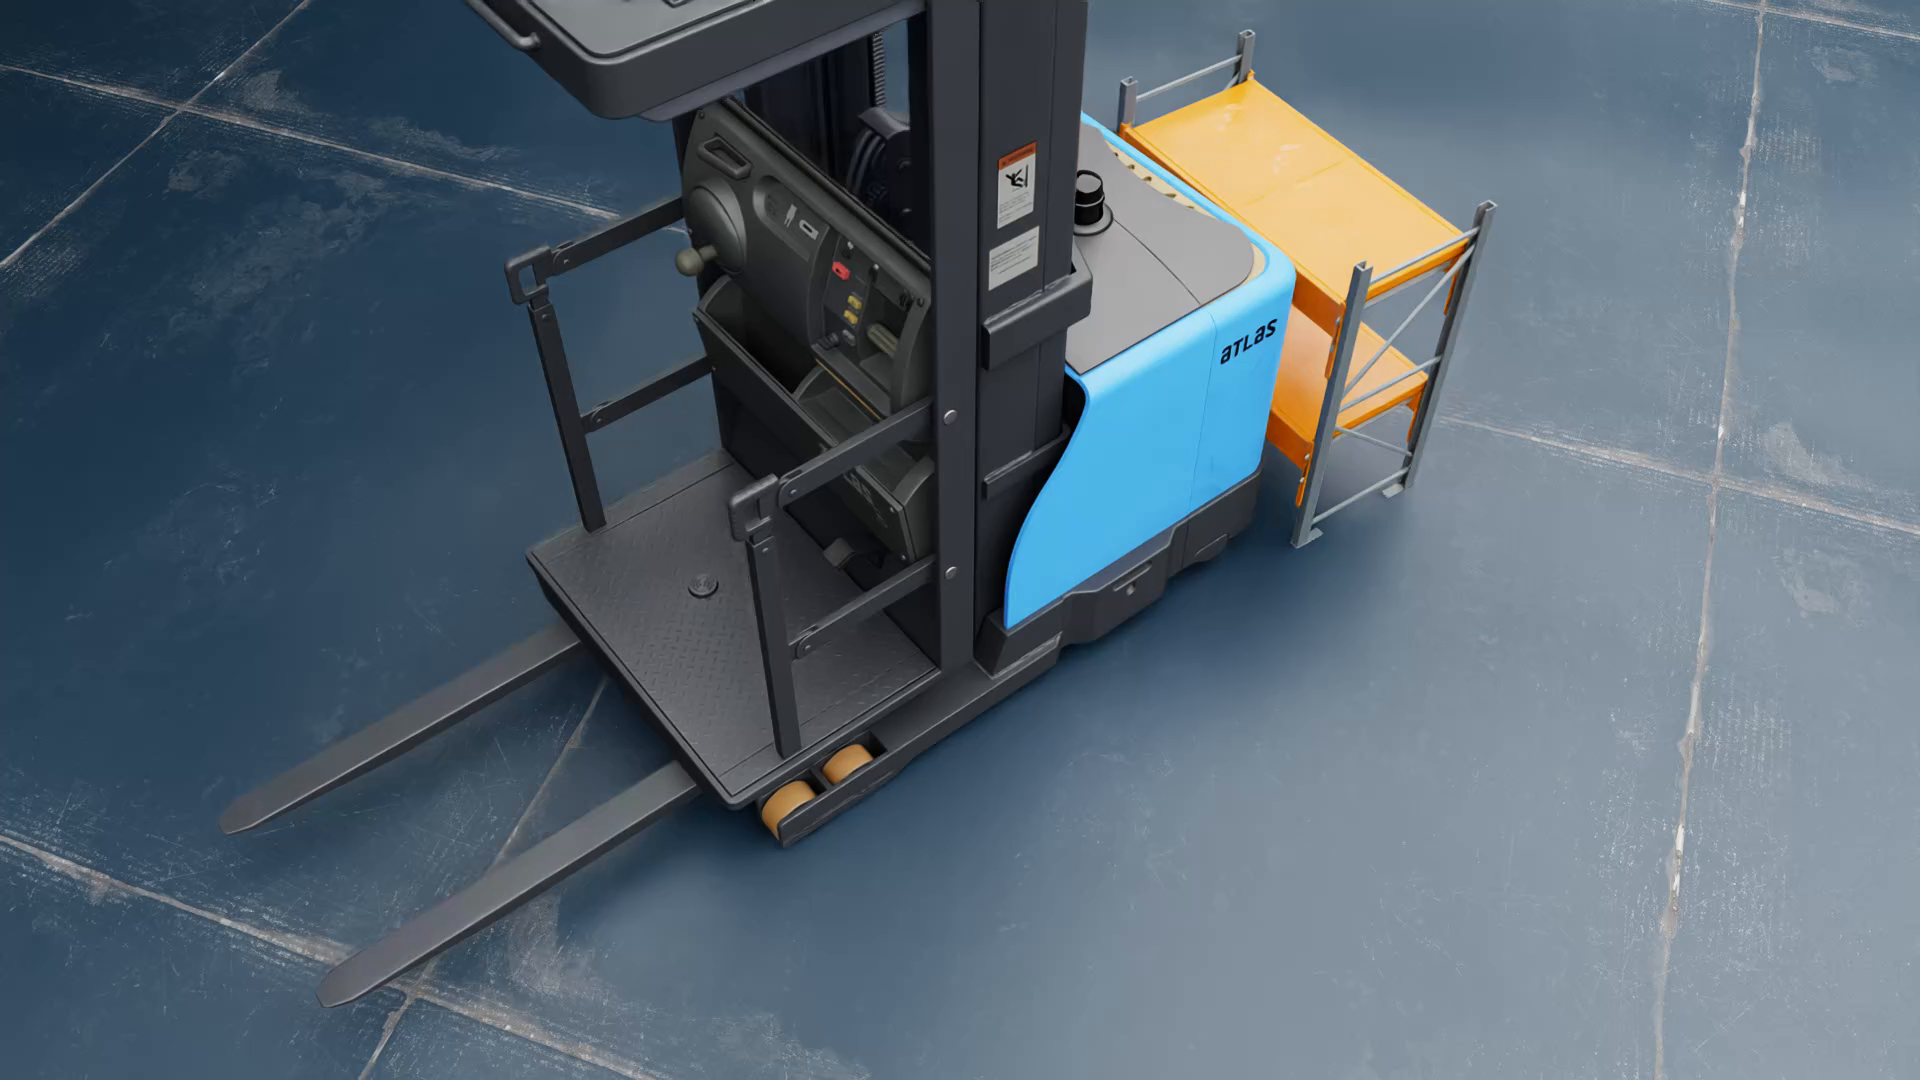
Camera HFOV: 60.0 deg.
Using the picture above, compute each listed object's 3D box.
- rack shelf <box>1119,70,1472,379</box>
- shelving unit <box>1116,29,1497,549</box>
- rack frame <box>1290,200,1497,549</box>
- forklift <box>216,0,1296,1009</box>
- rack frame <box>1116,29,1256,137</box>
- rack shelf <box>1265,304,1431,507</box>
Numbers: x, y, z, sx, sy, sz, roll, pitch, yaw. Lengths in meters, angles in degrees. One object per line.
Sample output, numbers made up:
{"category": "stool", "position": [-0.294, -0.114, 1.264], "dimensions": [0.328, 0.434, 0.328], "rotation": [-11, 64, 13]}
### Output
{"category": "rack shelf", "position": [0.975, -0.964, 4.954], "dimensions": [0.538, 0.278, 1.000], "rotation": [-27, 54, -21]}
{"category": "shelving unit", "position": [0.975, -0.773, 5.175], "dimensions": [0.538, 1.125, 1.048], "rotation": [-27, 54, -21]}
{"category": "rack frame", "position": [1.257, -0.453, 4.898], "dimensions": [0.500, 1.125, 0.032], "rotation": [-27, 54, -21]}
{"category": "forklift", "position": [-0.542, -0.598, 3.828], "dimensions": [3.031, 2.935, 1.130], "rotation": [-31, 56, -24]}
{"category": "rack frame", "position": [0.693, -1.092, 5.452], "dimensions": [0.500, 1.125, 0.032], "rotation": [-27, 54, -21]}
{"category": "rack shelf", "position": [0.975, -0.612, 5.360], "dimensions": [0.538, 0.278, 1.000], "rotation": [-27, 54, -21]}
